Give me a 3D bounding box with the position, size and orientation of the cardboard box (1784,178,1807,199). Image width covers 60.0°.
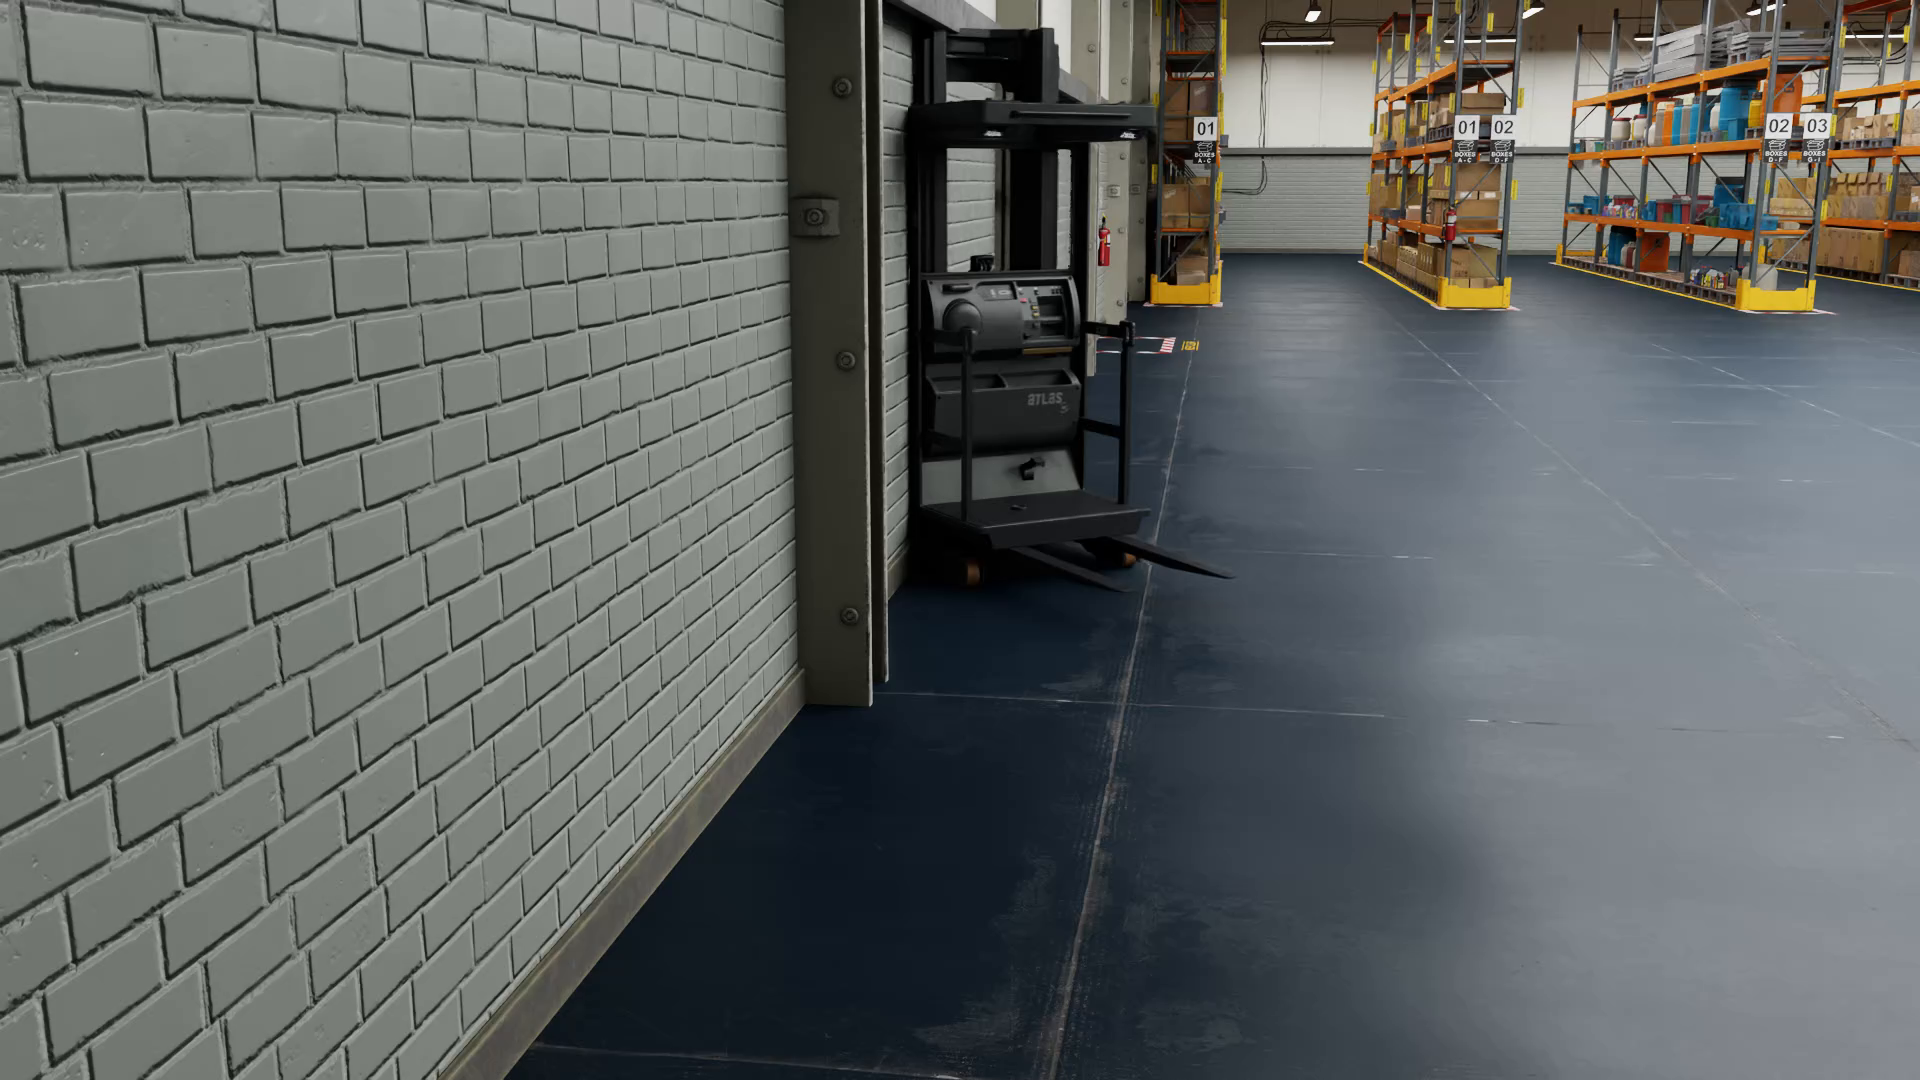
[{"bbox_3d":[20.599,-8.636,40.816,0.500,0.500,0.500,2,12,7],"label":"cardboard box"}]

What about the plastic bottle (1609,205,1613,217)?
[{"bbox_3d":[15.032,-7.582,38.362,0.097,0.271,0.097,0,12,0],"label":"plastic bottle"}]

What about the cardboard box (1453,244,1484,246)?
[{"bbox_3d":[9.440,-5.241,30.941,0.500,0.500,0.500,2,12,9],"label":"cardboard box"}]

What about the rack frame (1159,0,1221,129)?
[{"bbox_3d":[3.946,-8.584,28.466,1.000,3.000,0.127,2,12,9],"label":"rack frame"}]

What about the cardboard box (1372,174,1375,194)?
[{"bbox_3d":[10.901,-9.167,42.800,0.500,0.500,0.500,2,12,9],"label":"cardboard box"}]

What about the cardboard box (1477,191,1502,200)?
[{"bbox_3d":[9.115,-5.933,28.624,0.380,0.149,0.250,2,12,8],"label":"cardboard box"}]

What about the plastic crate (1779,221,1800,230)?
[{"bbox_3d":[14.191,-5.378,28.452,0.298,0.136,0.250,2,12,9],"label":"plastic crate"}]

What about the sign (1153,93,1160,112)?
[{"bbox_3d":[3.401,-7.573,28.791,0.100,0.325,0.005,2,12,9],"label":"sign"}]

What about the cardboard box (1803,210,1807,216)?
[{"bbox_3d":[20.317,-7.780,39.570,0.380,0.149,0.250,2,12,10],"label":"cardboard box"}]

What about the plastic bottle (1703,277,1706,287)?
[{"bbox_3d":[13.721,-4.758,30.551,0.097,0.201,0.097,0,12,0],"label":"plastic bottle"}]

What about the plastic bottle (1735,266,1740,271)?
[{"bbox_3d":[14.536,-4.940,31.039,0.144,0.351,0.185,2,12,7],"label":"plastic bottle"}]

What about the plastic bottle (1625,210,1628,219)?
[{"bbox_3d":[14.783,-7.210,36.801,0.097,0.201,0.097,0,12,0],"label":"plastic bottle"}]

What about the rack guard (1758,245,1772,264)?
[{"bbox_3d":[21.094,-7.284,42.605,1.175,0.500,0.348,2,12,9],"label":"rack guard"}]

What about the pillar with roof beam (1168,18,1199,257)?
[{"bbox_3d":[10.221,-12.366,46.011,9.100,9.000,0.548,2,12,9],"label":"pillar with roof beam"}]

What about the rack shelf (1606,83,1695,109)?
[{"bbox_3d":[15.273,-9.798,36.753,1.077,0.370,4.000,2,12,9],"label":"rack shelf"}]

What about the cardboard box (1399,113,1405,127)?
[{"bbox_3d":[10.334,-9.379,37.802,0.600,0.600,0.600,1,12,6],"label":"cardboard box"}]

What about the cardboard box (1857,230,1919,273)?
[{"bbox_3d":[19.987,-6.145,35.434,1.225,0.875,0.875,1,12,6],"label":"cardboard box"}]

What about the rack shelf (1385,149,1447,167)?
[{"bbox_3d":[10.380,-8.688,37.776,1.077,0.370,4.000,2,12,9],"label":"rack shelf"}]

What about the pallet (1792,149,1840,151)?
[{"bbox_3d":[20.801,-9.514,40.112,1.003,0.211,1.213,2,12,9],"label":"pallet"}]

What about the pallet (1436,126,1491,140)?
[{"bbox_3d":[9.161,-7.316,29.911,1.003,0.211,1.213,2,12,9],"label":"pallet"}]

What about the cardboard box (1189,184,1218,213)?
[{"bbox_3d":[4.317,-6.044,29.448,0.500,0.500,0.500,2,12,9],"label":"cardboard box"}]

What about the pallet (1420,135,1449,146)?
[{"bbox_3d":[9.580,-7.881,32.778,0.805,0.209,1.217,1,12,6],"label":"pallet"}]

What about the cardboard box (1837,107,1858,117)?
[{"bbox_3d":[20.626,-10.000,38.902,0.500,0.250,0.500,1,12,5],"label":"cardboard box"}]

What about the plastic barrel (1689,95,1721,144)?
[{"bbox_3d":[14.214,-7.988,31.627,0.600,0.901,0.708,2,12,9],"label":"plastic barrel"}]

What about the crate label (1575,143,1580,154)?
[{"bbox_3d":[15.735,-9.873,41.920,0.408,0.251,0.502,2,12,9],"label":"crate label"}]

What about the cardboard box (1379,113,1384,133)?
[{"bbox_3d":[11.079,-10.618,42.410,0.700,0.500,0.500,2,12,9],"label":"cardboard box"}]

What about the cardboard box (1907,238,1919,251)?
[{"bbox_3d":[19.786,-6.055,34.077,0.500,0.250,0.500,2,12,11],"label":"cardboard box"}]

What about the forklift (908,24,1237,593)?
[{"bbox_3d":[0.346,-1.285,9.001,1.130,2.935,3.031,-6,14,-27],"label":"forklift"}]

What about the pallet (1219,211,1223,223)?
[{"bbox_3d":[4.823,-6.545,33.698,1.003,0.211,1.213,2,12,9],"label":"pallet"}]

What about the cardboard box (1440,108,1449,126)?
[{"bbox_3d":[8.844,-7.552,29.680,0.500,0.311,0.500,3,13,15],"label":"cardboard box"}]

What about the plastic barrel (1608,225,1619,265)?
[{"bbox_3d":[15.481,-6.895,38.853,0.600,0.901,0.708,2,12,9],"label":"plastic barrel"}]

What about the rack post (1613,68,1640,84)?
[{"bbox_3d":[15.421,-10.550,37.766,0.937,0.300,0.954,2,12,8],"label":"rack post"}]

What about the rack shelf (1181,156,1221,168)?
[{"bbox_3d":[6.099,-9.681,42.380,1.077,0.370,4.000,2,12,9],"label":"rack shelf"}]

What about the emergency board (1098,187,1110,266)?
[{"bbox_3d":[1.859,-4.063,21.727,0.194,1.169,0.643,2,12,9],"label":"emergency board"}]

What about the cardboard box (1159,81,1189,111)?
[{"bbox_3d":[3.754,-7.764,29.119,0.500,0.500,0.500,2,12,11],"label":"cardboard box"}]

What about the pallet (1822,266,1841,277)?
[{"bbox_3d":[20.431,-6.142,37.992,1.003,0.211,1.213,2,12,9],"label":"pallet"}]

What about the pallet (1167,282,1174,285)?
[{"bbox_3d":[4.308,-4.725,31.419,1.003,0.211,1.213,2,12,9],"label":"pallet"}]

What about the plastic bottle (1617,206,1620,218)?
[{"bbox_3d":[14.910,-7.417,37.597,0.097,0.271,0.097,0,12,0],"label":"plastic bottle"}]

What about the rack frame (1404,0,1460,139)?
[{"bbox_3d":[10.072,-10.090,35.452,1.000,3.000,0.127,2,12,9],"label":"rack frame"}]

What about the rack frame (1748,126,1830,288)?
[{"bbox_3d":[13.735,-5.331,27.608,1.000,3.000,0.127,2,12,9],"label":"rack frame"}]

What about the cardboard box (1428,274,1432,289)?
[{"bbox_3d":[8.772,-4.683,30.132,0.500,0.250,0.500,2,12,9],"label":"cardboard box"}]

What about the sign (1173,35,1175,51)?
[{"bbox_3d":[4.628,-10.801,36.158,0.100,0.325,0.005,2,12,9],"label":"sign"}]

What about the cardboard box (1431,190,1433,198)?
[{"bbox_3d":[9.186,-6.589,31.668,0.380,0.149,0.250,2,12,9],"label":"cardboard box"}]

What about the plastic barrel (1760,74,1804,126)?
[{"bbox_3d":[13.685,-7.317,27.691,0.600,0.830,0.708,2,12,9],"label":"plastic barrel"}]

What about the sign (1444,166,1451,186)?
[{"bbox_3d":[8.308,-6.194,28.305,0.100,0.325,0.005,2,12,9],"label":"sign"}]

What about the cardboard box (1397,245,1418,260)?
[{"bbox_3d":[9.701,-6.193,35.809,0.500,0.311,0.500,2,12,11],"label":"cardboard box"}]

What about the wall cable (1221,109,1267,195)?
[{"bbox_3d":[7.630,-11.563,49.657,3.097,2.526,0.112,2,12,9],"label":"wall cable"}]

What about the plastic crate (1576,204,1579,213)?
[{"bbox_3d":[15.630,-8.294,41.613,0.416,0.233,0.300,2,12,9],"label":"plastic crate"}]

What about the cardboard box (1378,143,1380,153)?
[{"bbox_3d":[10.737,-9.805,41.605,0.500,0.250,0.500,2,12,9],"label":"cardboard box"}]

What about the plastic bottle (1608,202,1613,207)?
[{"bbox_3d":[15.200,-7.733,38.874,0.144,0.351,0.185,2,12,9],"label":"plastic bottle"}]

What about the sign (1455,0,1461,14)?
[{"bbox_3d":[8.308,-8.940,27.713,0.100,0.325,0.005,2,12,9],"label":"sign"}]

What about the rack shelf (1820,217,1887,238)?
[{"bbox_3d":[20.167,-6.900,36.599,1.077,0.370,4.000,2,12,9],"label":"rack shelf"}]

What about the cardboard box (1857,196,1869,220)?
[{"bbox_3d":[19.850,-7.207,36.077,0.500,0.500,0.500,1,12,7],"label":"cardboard box"}]

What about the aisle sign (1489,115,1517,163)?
[{"bbox_3d":[9.134,-6.739,27.973,0.394,0.787,0.004,2,12,9],"label":"aisle sign"}]
